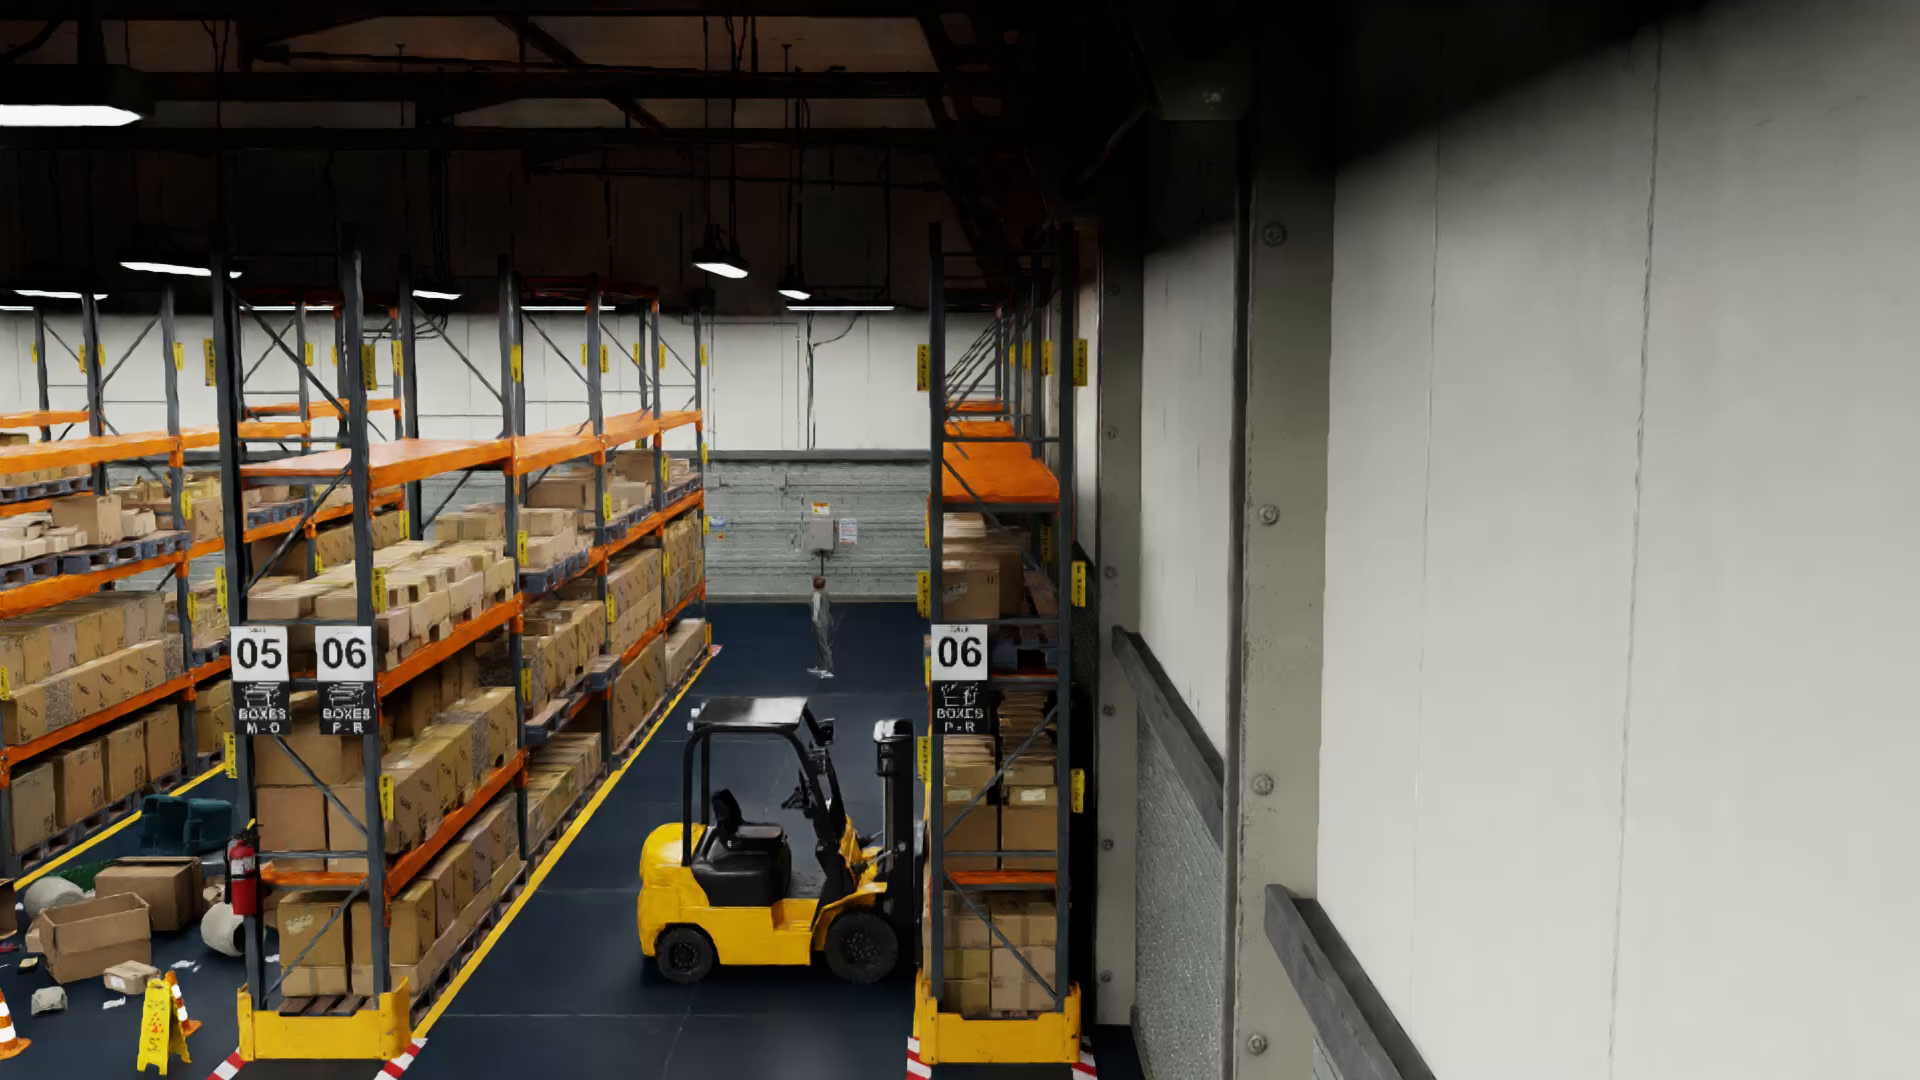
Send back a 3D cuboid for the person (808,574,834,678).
[{"bbox_3d":[-2.187,1.336,26.016,0.512,1.582,0.515,2,7,16],"label":"person"}]
